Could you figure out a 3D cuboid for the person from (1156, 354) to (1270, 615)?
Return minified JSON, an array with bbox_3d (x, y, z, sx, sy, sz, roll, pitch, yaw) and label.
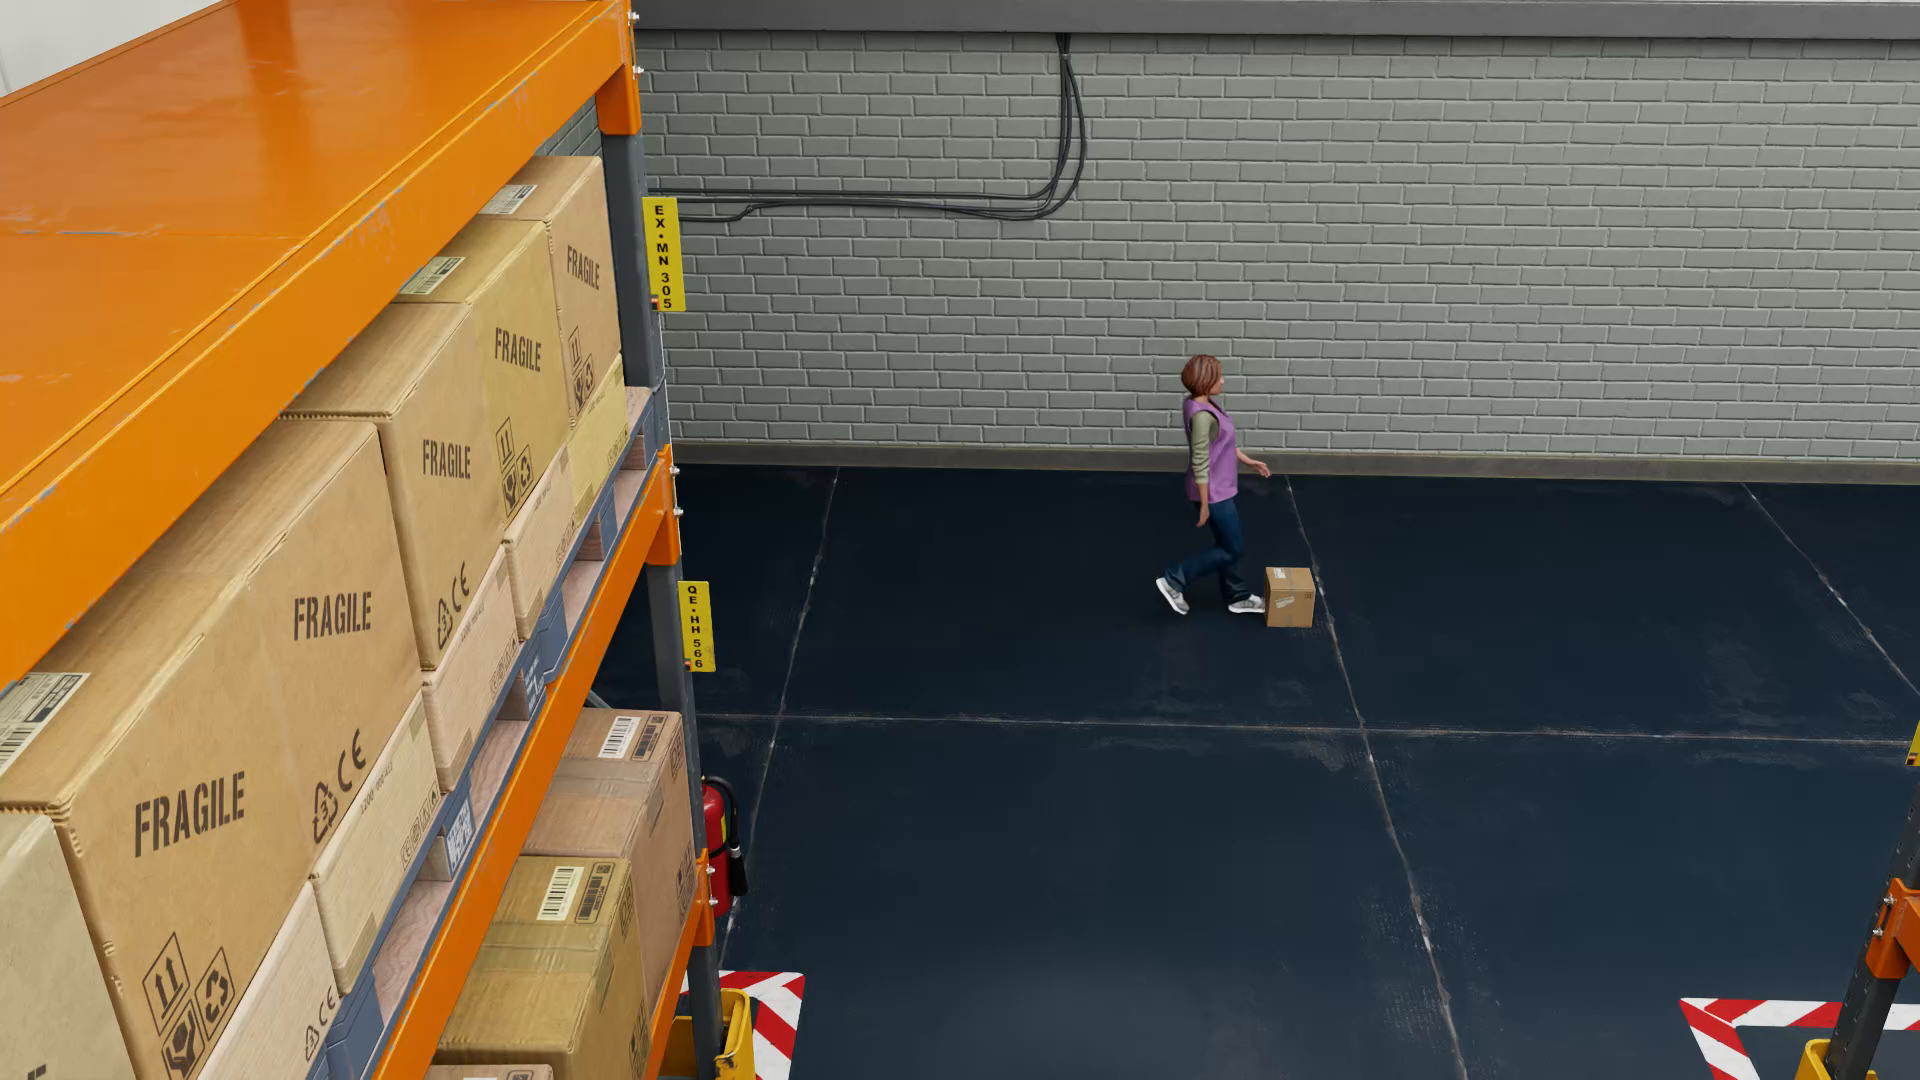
[{"bbox_3d":[1.456,-0.268,9.140,0.697,1.559,0.473,1,28,3],"label":"person"}]
